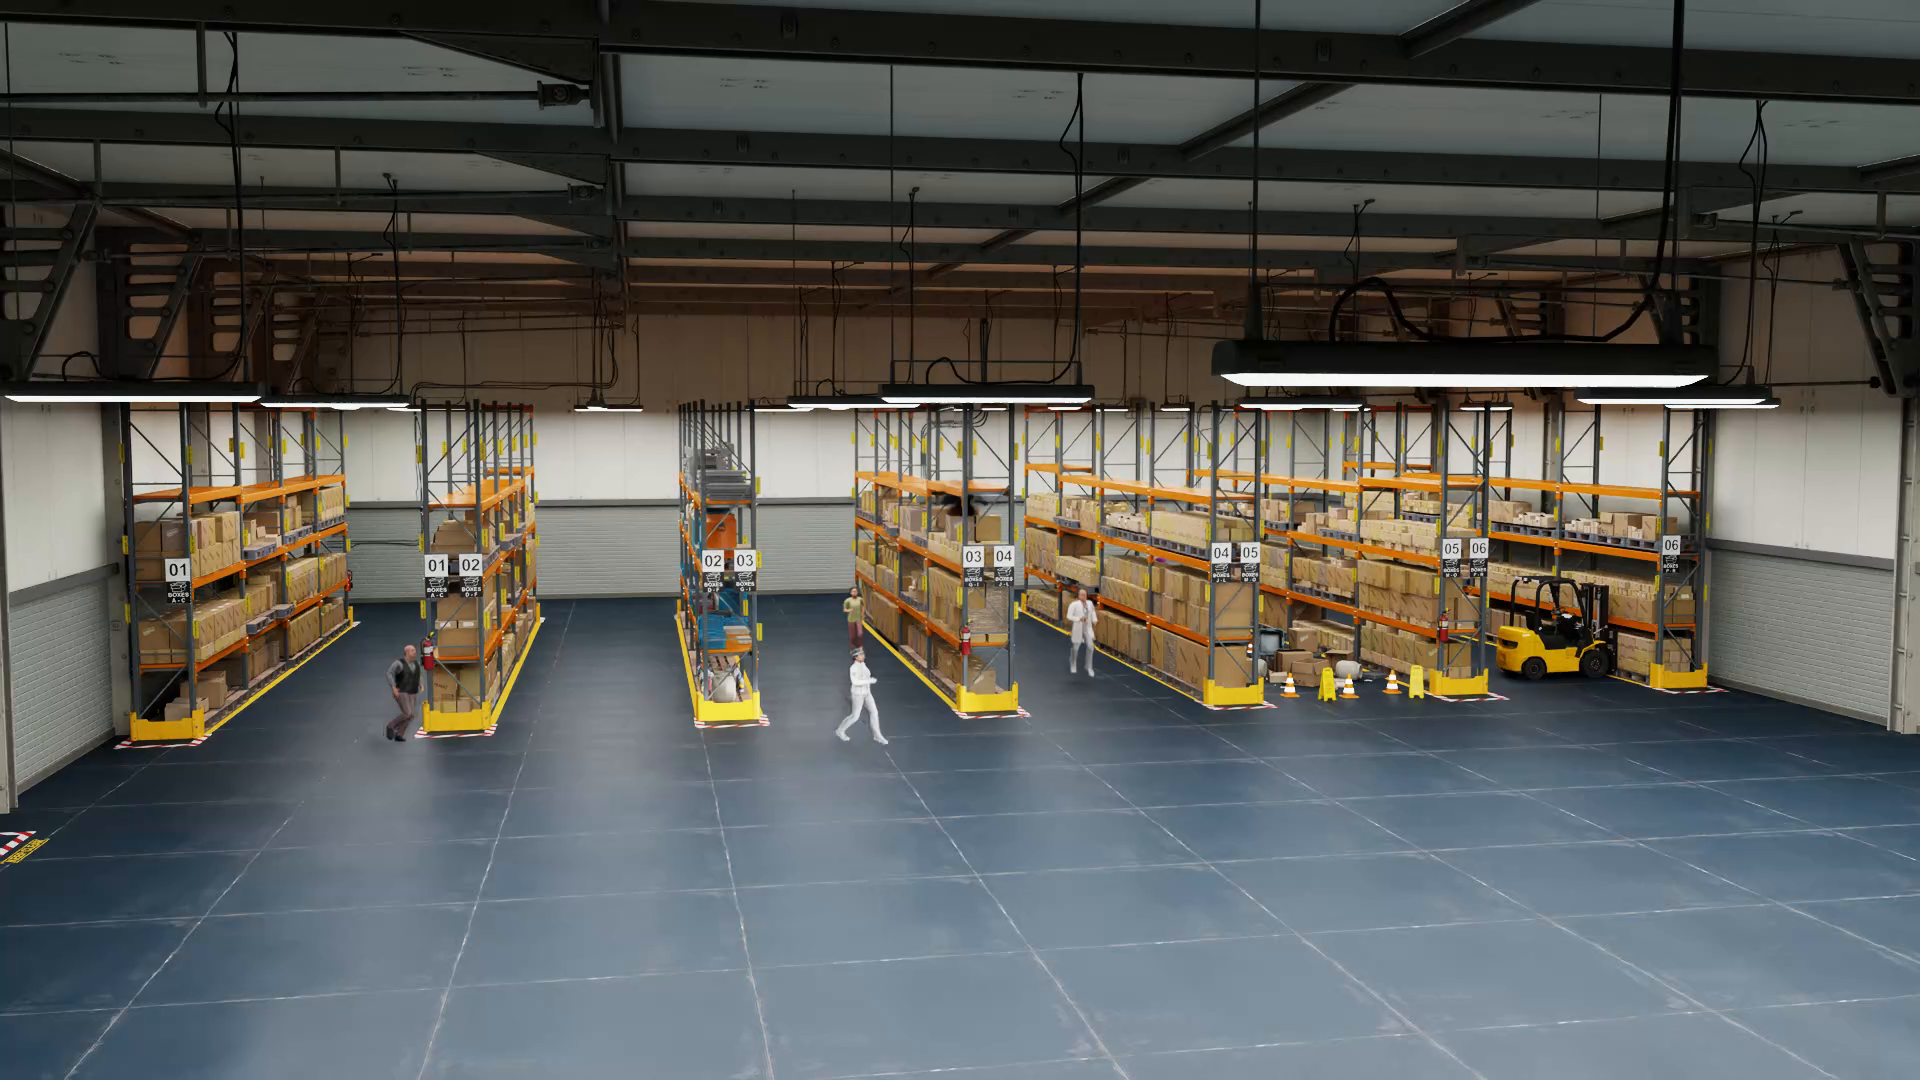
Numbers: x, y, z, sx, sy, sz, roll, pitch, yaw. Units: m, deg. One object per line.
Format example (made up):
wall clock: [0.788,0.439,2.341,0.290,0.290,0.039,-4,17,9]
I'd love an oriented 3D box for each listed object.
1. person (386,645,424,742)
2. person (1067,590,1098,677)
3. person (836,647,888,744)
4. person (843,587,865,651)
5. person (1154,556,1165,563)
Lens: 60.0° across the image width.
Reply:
person: [-9.667,2.692,29.156,0.518,1.670,0.713,2,5,30]
person: [2.594,1.948,35.339,0.738,1.807,0.885,-1,5,-18]
person: [-1.701,2.690,28.913,0.939,1.692,0.623,2,5,25]
person: [-2.479,1.950,39.099,0.559,1.717,0.738,-1,4,-10]
person: [5.909,1.029,50.783,0.680,1.783,0.727,0,4,-1]
